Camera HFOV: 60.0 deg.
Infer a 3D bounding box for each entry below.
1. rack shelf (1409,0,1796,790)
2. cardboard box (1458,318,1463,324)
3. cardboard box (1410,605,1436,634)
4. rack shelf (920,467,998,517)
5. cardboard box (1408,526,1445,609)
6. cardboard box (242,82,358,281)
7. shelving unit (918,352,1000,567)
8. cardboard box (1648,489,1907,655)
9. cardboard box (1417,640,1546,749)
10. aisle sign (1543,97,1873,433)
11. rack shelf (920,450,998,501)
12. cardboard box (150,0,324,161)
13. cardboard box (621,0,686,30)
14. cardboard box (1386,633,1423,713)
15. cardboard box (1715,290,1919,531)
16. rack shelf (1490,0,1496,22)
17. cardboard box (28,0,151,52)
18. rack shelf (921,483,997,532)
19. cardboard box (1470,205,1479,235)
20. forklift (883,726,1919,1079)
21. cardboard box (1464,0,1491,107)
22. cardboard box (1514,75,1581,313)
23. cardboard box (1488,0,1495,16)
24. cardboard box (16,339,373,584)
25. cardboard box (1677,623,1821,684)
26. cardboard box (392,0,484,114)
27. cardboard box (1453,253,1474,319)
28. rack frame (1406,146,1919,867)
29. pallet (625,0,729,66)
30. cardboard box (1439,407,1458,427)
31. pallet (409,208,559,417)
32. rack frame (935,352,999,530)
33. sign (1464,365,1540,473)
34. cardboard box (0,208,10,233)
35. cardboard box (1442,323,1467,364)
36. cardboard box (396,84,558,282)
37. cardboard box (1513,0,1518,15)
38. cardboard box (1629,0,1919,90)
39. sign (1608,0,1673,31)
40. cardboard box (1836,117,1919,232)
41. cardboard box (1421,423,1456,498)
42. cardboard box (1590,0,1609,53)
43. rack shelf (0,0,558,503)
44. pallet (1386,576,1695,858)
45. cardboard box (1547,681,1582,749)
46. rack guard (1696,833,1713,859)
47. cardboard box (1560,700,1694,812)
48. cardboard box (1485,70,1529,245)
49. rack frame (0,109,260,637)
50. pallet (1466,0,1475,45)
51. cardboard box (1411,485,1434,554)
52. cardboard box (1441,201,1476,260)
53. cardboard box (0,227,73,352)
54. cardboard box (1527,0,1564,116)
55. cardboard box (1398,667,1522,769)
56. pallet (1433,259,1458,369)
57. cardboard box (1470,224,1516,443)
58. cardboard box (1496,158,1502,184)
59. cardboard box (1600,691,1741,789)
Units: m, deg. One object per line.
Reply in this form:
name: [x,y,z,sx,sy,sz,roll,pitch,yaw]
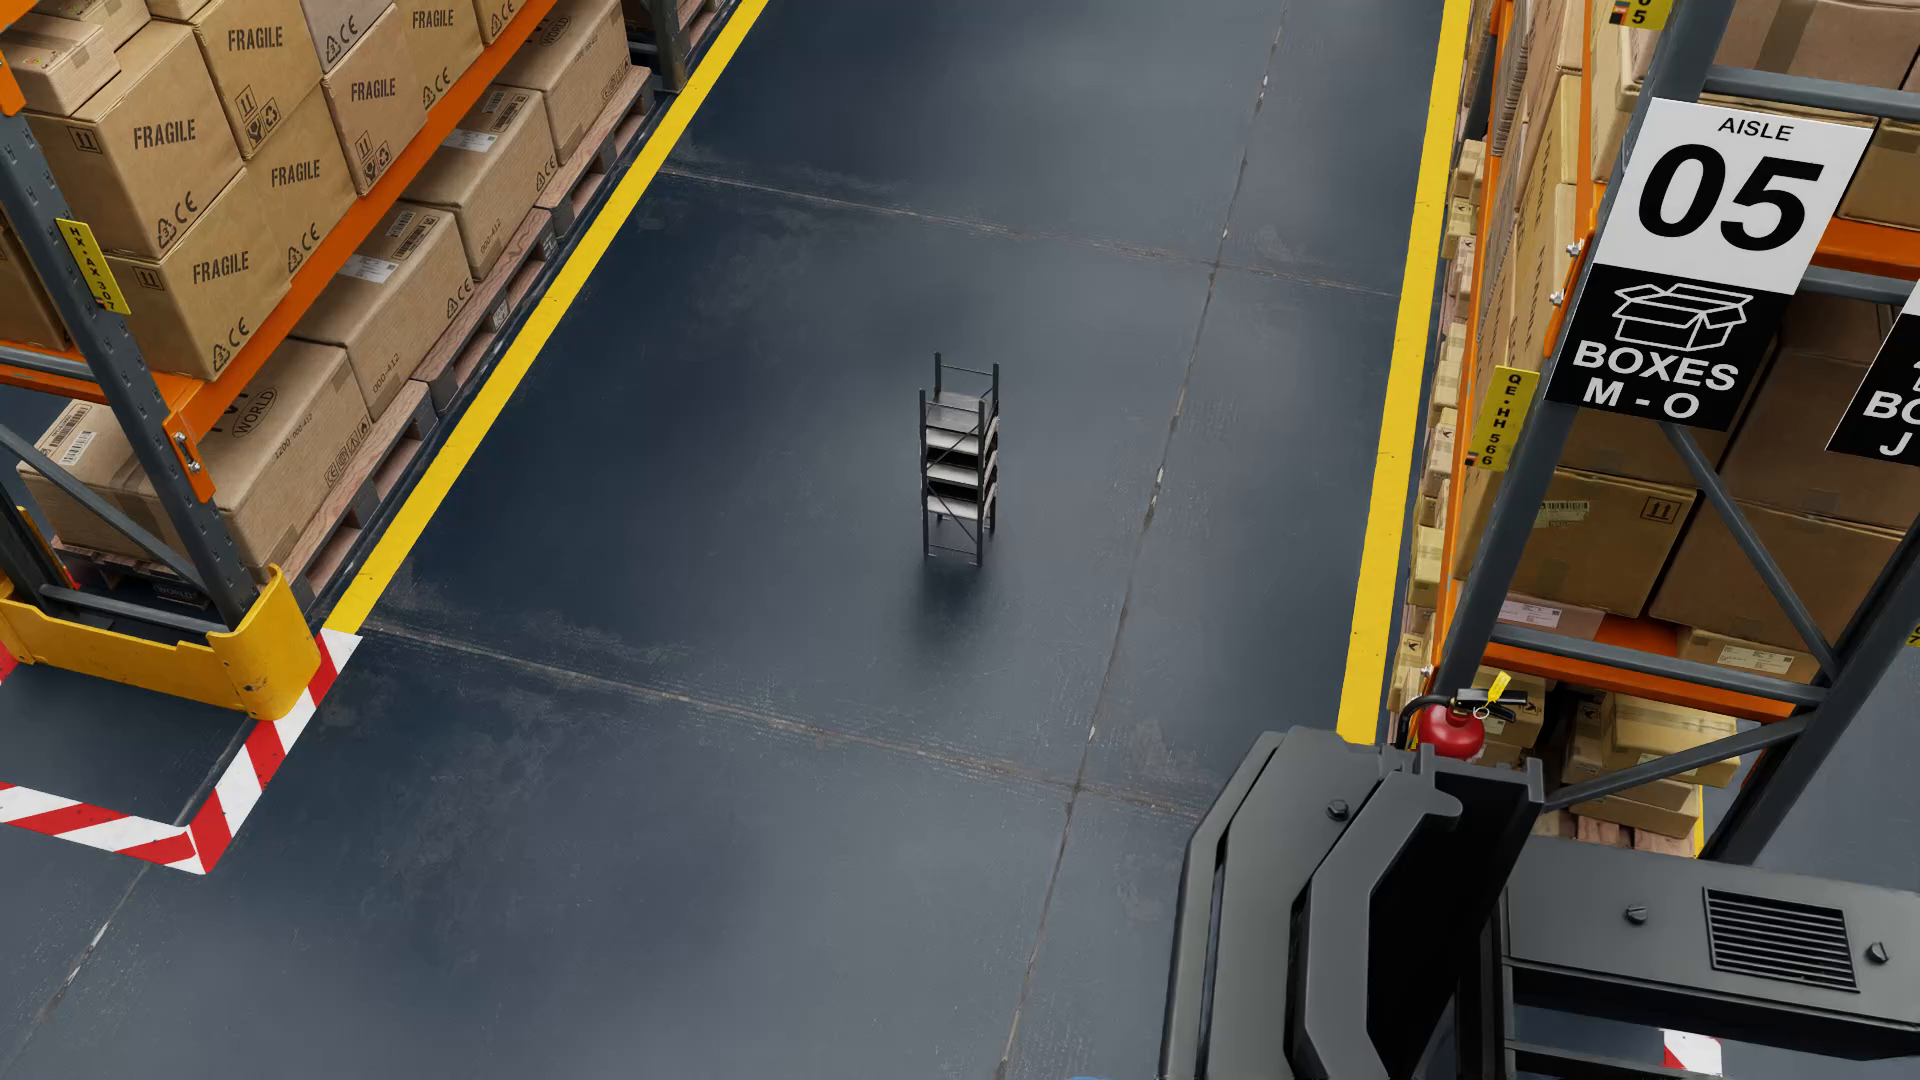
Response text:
rack shelf: [2.336,-0.879,5.924,1.077,0.370,4.000,12,50,10]
cardboard box: [2.353,-0.984,7.158,0.380,0.149,0.250,11,49,9]
cardboard box: [1.809,0.221,5.896,0.380,0.149,0.250,10,49,8]
rack shelf: [-0.002,-0.210,6.419,0.258,0.077,0.200,12,50,10]
cardboard box: [1.772,0.121,5.786,0.380,0.149,0.250,11,49,9]
cardboard box: [-2.483,-1.270,5.722,0.500,0.500,0.500,11,49,10]
shelving unit: [-0.002,-0.292,6.326,0.258,0.900,0.210,12,50,10]
cardboard box: [2.195,-0.073,4.467,0.500,0.500,0.500,14,50,12]
cardboard box: [1.705,0.504,5.448,0.380,0.149,0.250,12,50,10]
aisle sign: [1.501,-0.537,3.409,0.394,0.787,0.004,12,50,10]
rack shelf: [-0.002,-0.270,6.351,0.258,0.077,0.200,12,50,10]
cardboard box: [-2.462,-1.605,5.351,0.500,0.500,0.500,10,49,9]
cardboard box: [-1.853,-3.368,8.778,0.875,0.875,0.875,13,50,11]
cardboard box: [1.717,0.506,5.843,0.380,0.149,0.250,13,50,11]
cardboard box: [2.184,-0.406,4.094,0.500,0.500,0.500,11,50,10]
rack shelf: [3.389,-3.773,8.478,1.077,0.370,4.000,12,50,10]
cardboard box: [-2.631,-1.559,4.878,0.380,0.149,0.250,13,50,11]
rack shelf: [-0.002,-0.151,6.486,0.258,0.077,0.200,12,50,10]
cardboard box: [2.479,-1.458,7.378,0.380,0.149,0.250,12,50,10]
forklift: [1.121,1.618,3.286,3.031,2.935,1.130,8,49,7]
cardboard box: [2.814,-2.461,8.227,0.500,0.500,0.500,11,49,9]
cardboard box: [1.824,-0.880,4.513,0.500,0.500,0.500,10,49,9]
cardboard box: [2.815,-2.713,7.949,0.500,0.250,0.500,10,49,9]
cardboard box: [-2.915,-0.363,6.417,0.875,0.438,0.875,10,49,9]
cardboard box: [2.211,0.243,4.622,0.380,0.149,0.250,11,50,10]
cardboard box: [-2.216,-2.000,6.366,0.500,0.500,0.500,13,50,11]
cardboard box: [2.231,-1.007,6.782,0.380,0.149,0.250,13,50,11]
rack frame: [1.810,0.329,4.378,1.000,3.000,0.127,12,50,10]
pallet: [-1.809,-3.118,9.280,1.003,0.211,1.213,12,50,10]
cardboard box: [2.018,-0.338,6.390,0.380,0.149,0.250,14,50,12]
pallet: [-2.534,-1.125,7.521,1.003,0.211,1.213,12,50,10]
rack frame: [0.025,-0.365,6.391,0.240,0.900,0.006,12,50,10]
sign: [1.280,-0.283,3.935,0.100,0.325,0.005,12,50,10]
cardboard box: [-3.095,-1.334,5.112,0.500,0.500,0.500,13,50,11]
cardboard box: [2.153,-0.716,6.723,0.380,0.149,0.250,11,50,10]
cardboard box: [-2.443,-1.678,7.578,0.875,0.438,0.875,10,49,9]
cardboard box: [2.366,-2.028,6.193,0.500,0.500,0.500,12,50,10]
cardboard box: [1.686,-1.163,3.460,0.500,0.250,0.500,10,49,9]
sign: [1.280,-1.080,3.031,0.100,0.325,0.005,12,50,10]
cardboard box: [2.175,-0.888,3.551,0.500,0.250,0.500,13,50,11]
cardboard box: [1.918,-0.259,6.121,0.380,0.149,0.250,13,50,11]
cardboard box: [1.802,-1.366,3.973,0.500,0.250,0.500,12,50,10]
rack shelf: [-2.466,-1.783,6.722,1.077,0.370,4.000,12,50,10]
pallet: [2.078,0.616,5.984,1.003,0.211,1.213,12,50,10]
cardboard box: [2.247,0.612,5.749,0.380,0.149,0.250,11,50,10]
rack guard: [1.830,1.101,5.363,1.175,0.500,0.348,12,50,10]
cardboard box: [2.195,0.707,5.467,0.380,0.149,0.250,13,50,12]
cardboard box: [2.086,-1.277,5.530,0.500,0.500,0.500,14,50,12]
rack frame: [-2.992,-0.575,5.175,1.000,3.000,0.127,12,50,10]
pallet: [3.385,-3.090,9.255,1.003,0.211,1.213,12,50,10]
cardboard box: [1.929,-0.046,6.331,0.380,0.149,0.250,10,49,8]
cardboard box: [2.387,-1.367,7.496,0.380,0.149,0.250,13,50,11]
cardboard box: [-3.121,-1.009,5.492,0.500,0.500,0.500,12,50,10]
cardboard box: [2.088,-1.641,5.184,0.500,0.500,0.500,10,49,9]
cardboard box: [1.673,0.597,5.564,0.380,0.149,0.250,10,49,9]
pallet: [2.720,-1.149,7.542,1.003,0.211,1.213,12,50,10]
cardboard box: [1.820,-0.550,4.888,0.500,0.500,0.500,11,49,9]
cardboard box: [2.173,-1.379,6.052,0.380,0.149,0.250,14,50,12]
cardboard box: [2.276,0.625,5.341,0.380,0.149,0.250,10,49,8]
